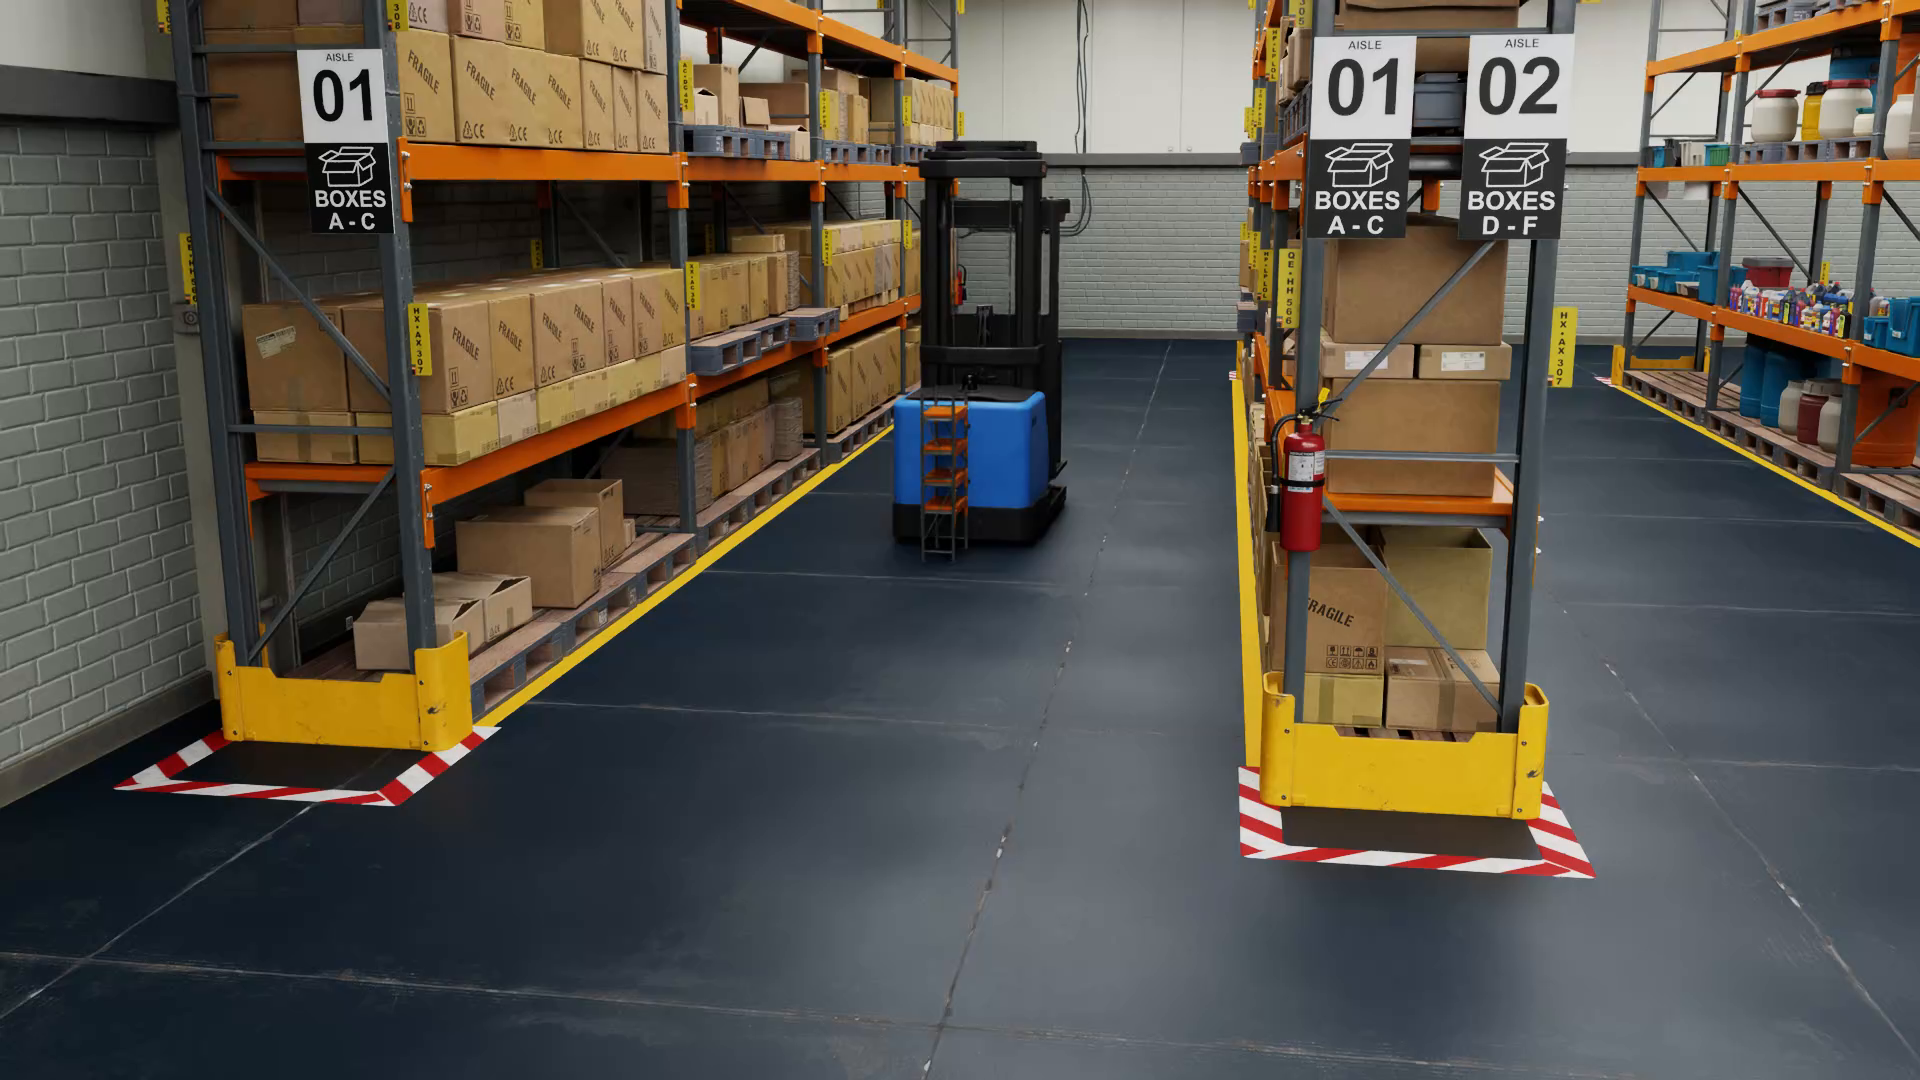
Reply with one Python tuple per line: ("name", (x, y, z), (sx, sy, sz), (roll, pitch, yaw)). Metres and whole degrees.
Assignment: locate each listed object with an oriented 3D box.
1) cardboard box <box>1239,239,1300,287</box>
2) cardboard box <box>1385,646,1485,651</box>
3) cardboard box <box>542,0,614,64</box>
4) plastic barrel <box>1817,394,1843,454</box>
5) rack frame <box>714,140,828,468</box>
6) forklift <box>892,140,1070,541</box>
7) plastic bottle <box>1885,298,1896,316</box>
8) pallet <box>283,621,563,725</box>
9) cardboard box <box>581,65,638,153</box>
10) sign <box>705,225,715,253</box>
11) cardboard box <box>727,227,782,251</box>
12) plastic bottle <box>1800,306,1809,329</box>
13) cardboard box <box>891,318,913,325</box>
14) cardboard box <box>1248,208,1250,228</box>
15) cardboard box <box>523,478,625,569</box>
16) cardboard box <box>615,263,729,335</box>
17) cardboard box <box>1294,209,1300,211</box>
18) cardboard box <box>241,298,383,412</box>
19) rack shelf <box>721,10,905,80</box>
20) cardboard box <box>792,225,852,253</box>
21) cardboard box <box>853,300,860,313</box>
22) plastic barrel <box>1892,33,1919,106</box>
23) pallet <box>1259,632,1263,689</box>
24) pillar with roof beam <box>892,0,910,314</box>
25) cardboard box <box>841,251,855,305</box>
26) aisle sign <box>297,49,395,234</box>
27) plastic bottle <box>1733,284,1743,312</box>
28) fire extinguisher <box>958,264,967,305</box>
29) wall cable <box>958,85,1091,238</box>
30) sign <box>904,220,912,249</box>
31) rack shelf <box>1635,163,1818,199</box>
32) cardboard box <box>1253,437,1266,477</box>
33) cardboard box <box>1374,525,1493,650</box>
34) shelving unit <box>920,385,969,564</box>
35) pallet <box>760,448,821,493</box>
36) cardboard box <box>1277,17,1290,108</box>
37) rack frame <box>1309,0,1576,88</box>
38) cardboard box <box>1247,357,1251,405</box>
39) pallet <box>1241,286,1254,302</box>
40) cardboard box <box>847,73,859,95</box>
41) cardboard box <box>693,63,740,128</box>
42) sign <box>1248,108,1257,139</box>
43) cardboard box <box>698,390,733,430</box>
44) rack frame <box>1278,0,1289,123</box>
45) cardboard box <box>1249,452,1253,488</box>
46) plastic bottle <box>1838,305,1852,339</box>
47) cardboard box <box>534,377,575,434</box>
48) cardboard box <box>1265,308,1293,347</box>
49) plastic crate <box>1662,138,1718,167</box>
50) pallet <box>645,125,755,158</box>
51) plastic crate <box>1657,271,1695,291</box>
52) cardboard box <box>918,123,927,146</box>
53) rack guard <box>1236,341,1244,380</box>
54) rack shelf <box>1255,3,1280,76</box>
("cardboard box", (3.459, -3.005, 18.081), (0.700, 0.500, 0.500), (-2, 12, -10))
("cardboard box", (2.283, 0.586, 8.182), (0.500, 0.250, 0.500), (2, 12, 9))
("cardboard box", (-2.326, -3.013, 9.578), (0.500, 0.500, 0.500), (1, 12, 7))
("plastic barrel", (8.089, -1.060, 15.200), (0.421, 0.512, 0.421), (0, 12, 0))
("rack frame", (-1.758, -2.169, 15.437), (1.000, 3.000, 0.127), (2, 12, 9))
("forklift", (0.278, -1.686, 13.360), (1.130, 2.935, 3.031), (2, 12, 10))
("plastic bottle", (8.640, -2.110, 15.439), (0.061, 0.283, 0.133), (2, 12, 9))
("pallet", (-2.816, 0.676, 8.857), (1.003, 0.211, 1.213), (2, 12, 9))
("cardboard box", (-2.297, -2.643, 10.234), (0.500, 0.500, 0.500), (1, 12, 4))
("sign", (-2.307, -2.752, 15.396), (0.100, 0.325, 0.005), (2, 12, 9))
("cardboard box", (-1.944, -2.842, 15.792), (0.500, 0.250, 0.500), (2, 12, 10))
("plastic bottle", (7.848, -2.062, 15.414), (0.097, 0.201, 0.097), (0, 12, 0))
("cardboard box", (-0.831, -2.861, 22.044), (0.380, 0.149, 0.250), (2, 12, 9))
("cardboard box", (3.966, -4.019, 21.413), (0.500, 0.500, 0.500), (2, 12, 9))
("cardboard box", (-2.493, -0.112, 10.782), (0.500, 0.500, 0.500), (1, 12, 4))
("cardboard box", (-2.168, -1.821, 12.542), (0.700, 0.500, 0.500), (3, 13, 14))
("cardboard box", (4.340, -3.790, 20.351), (0.500, 0.500, 0.500), (2, 12, 10))
("cardboard box", (-3.126, -0.912, 8.132), (0.500, 0.500, 0.500), (2, 12, 8))
("rack shelf", (-1.450, -4.971, 16.855), (1.077, 0.370, 4.000), (2, 12, 9))
("cardboard box", (-1.351, -2.938, 16.234), (0.500, 0.250, 0.500), (2, 12, 8))
("cardboard box", (-1.253, -2.437, 17.228), (0.380, 0.149, 0.250), (2, 12, 9))
("plastic barrel", (8.122, -3.848, 14.090), (0.600, 0.830, 0.708), (2, 12, 9))
("pallet", (2.174, 0.605, 9.183), (1.003, 0.211, 1.213), (2, 12, 9))
("pillar with roof beam", (3.287, -7.218, 24.624), (9.100, 9.000, 0.400), (2, 12, 9))
("cardboard box", (-1.340, -2.575, 16.329), (0.500, 0.500, 0.500), (2, 12, 11))
("aisle sign", (-2.703, -1.750, 7.322), (0.394, 0.787, 0.004), (2, 12, 9))
("plastic bottle", (8.148, -2.533, 17.405), (0.061, 0.283, 0.133), (2, 12, 9))
("fire extinguisher", (-0.048, -3.631, 23.289), (0.296, 0.674, 0.183), (2, 12, 9))
("wall cable", (0.696, -6.415, 28.269), (3.097, 2.526, 0.112), (2, 12, 9))
("sign", (-0.605, -3.513, 19.115), (0.100, 0.325, 0.005), (2, 12, 9))
("rack shelf", (8.954, -4.212, 19.503), (1.077, 0.370, 4.000), (2, 12, 9))
("cardboard box", (2.454, -0.618, 12.438), (0.500, 0.311, 0.500), (2, 12, 8))
("cardboard box", (2.285, 0.220, 8.103), (0.500, 0.500, 0.500), (2, 12, 9))
("shelving unit", (-0.109, -0.474, 11.844), (0.258, 1.200, 0.503), (2, 12, 10))
("pallet", (-1.879, -0.643, 14.977), (1.003, 0.211, 1.213), (2, 12, 9))
("cardboard box", (2.185, -2.869, 10.000), (0.500, 0.500, 0.500), (3, 13, 13))
("rack frame", (1.907, -3.277, 6.337), (1.000, 3.000, 0.127), (2, 12, 9))
("cardboard box", (3.438, -1.742, 18.346), (0.500, 0.500, 0.500), (1, 12, 6))
("pallet", (3.522, -2.585, 17.825), (1.003, 0.211, 1.213), (2, 12, 9))
("cardboard box", (-1.407, -4.920, 18.019), (0.500, 0.250, 0.500), (3, 12, 13))
("cardboard box", (-2.020, -3.425, 12.910), (0.500, 0.500, 0.500), (1, 12, 7))
("sign", (3.216, -4.577, 18.264), (0.100, 0.325, 0.005), (2, 12, 9))
("cardboard box", (-2.135, -1.050, 13.354), (0.500, 0.250, 0.500), (2, 12, 7))
("rack frame", (2.523, -4.109, 10.201), (1.000, 3.000, 0.127), (2, 12, 9))
("cardboard box", (2.617, -0.558, 13.491), (0.500, 0.250, 0.500), (2, 12, 7))
("plastic bottle", (7.672, -1.889, 14.415), (0.061, 0.283, 0.133), (2, 12, 9))
("cardboard box", (-2.449, -0.746, 9.142), (0.500, 0.250, 0.500), (2, 12, 8))
("cardboard box", (2.809, -1.786, 13.871), (0.500, 0.311, 0.500), (2, 12, 8))
("plastic crate", (8.755, -4.640, 19.932), (0.504, 0.338, 0.767), (2, 12, 9))
("pallet", (-2.173, -2.836, 11.858), (1.213, 0.211, 1.003), (2, 12, 9))
("plastic crate", (8.696, -3.146, 20.226), (0.416, 0.233, 0.300), (2, 12, 9))
("cardboard box", (-0.683, -4.890, 20.064), (0.500, 0.250, 0.500), (2, 12, 7))
("rack guard", (4.356, -2.437, 22.614), (1.175, 0.500, 0.348), (2, 12, 9))
("rack shelf", (3.445, -4.811, 16.114), (1.077, 0.370, 4.000), (2, 12, 9))
